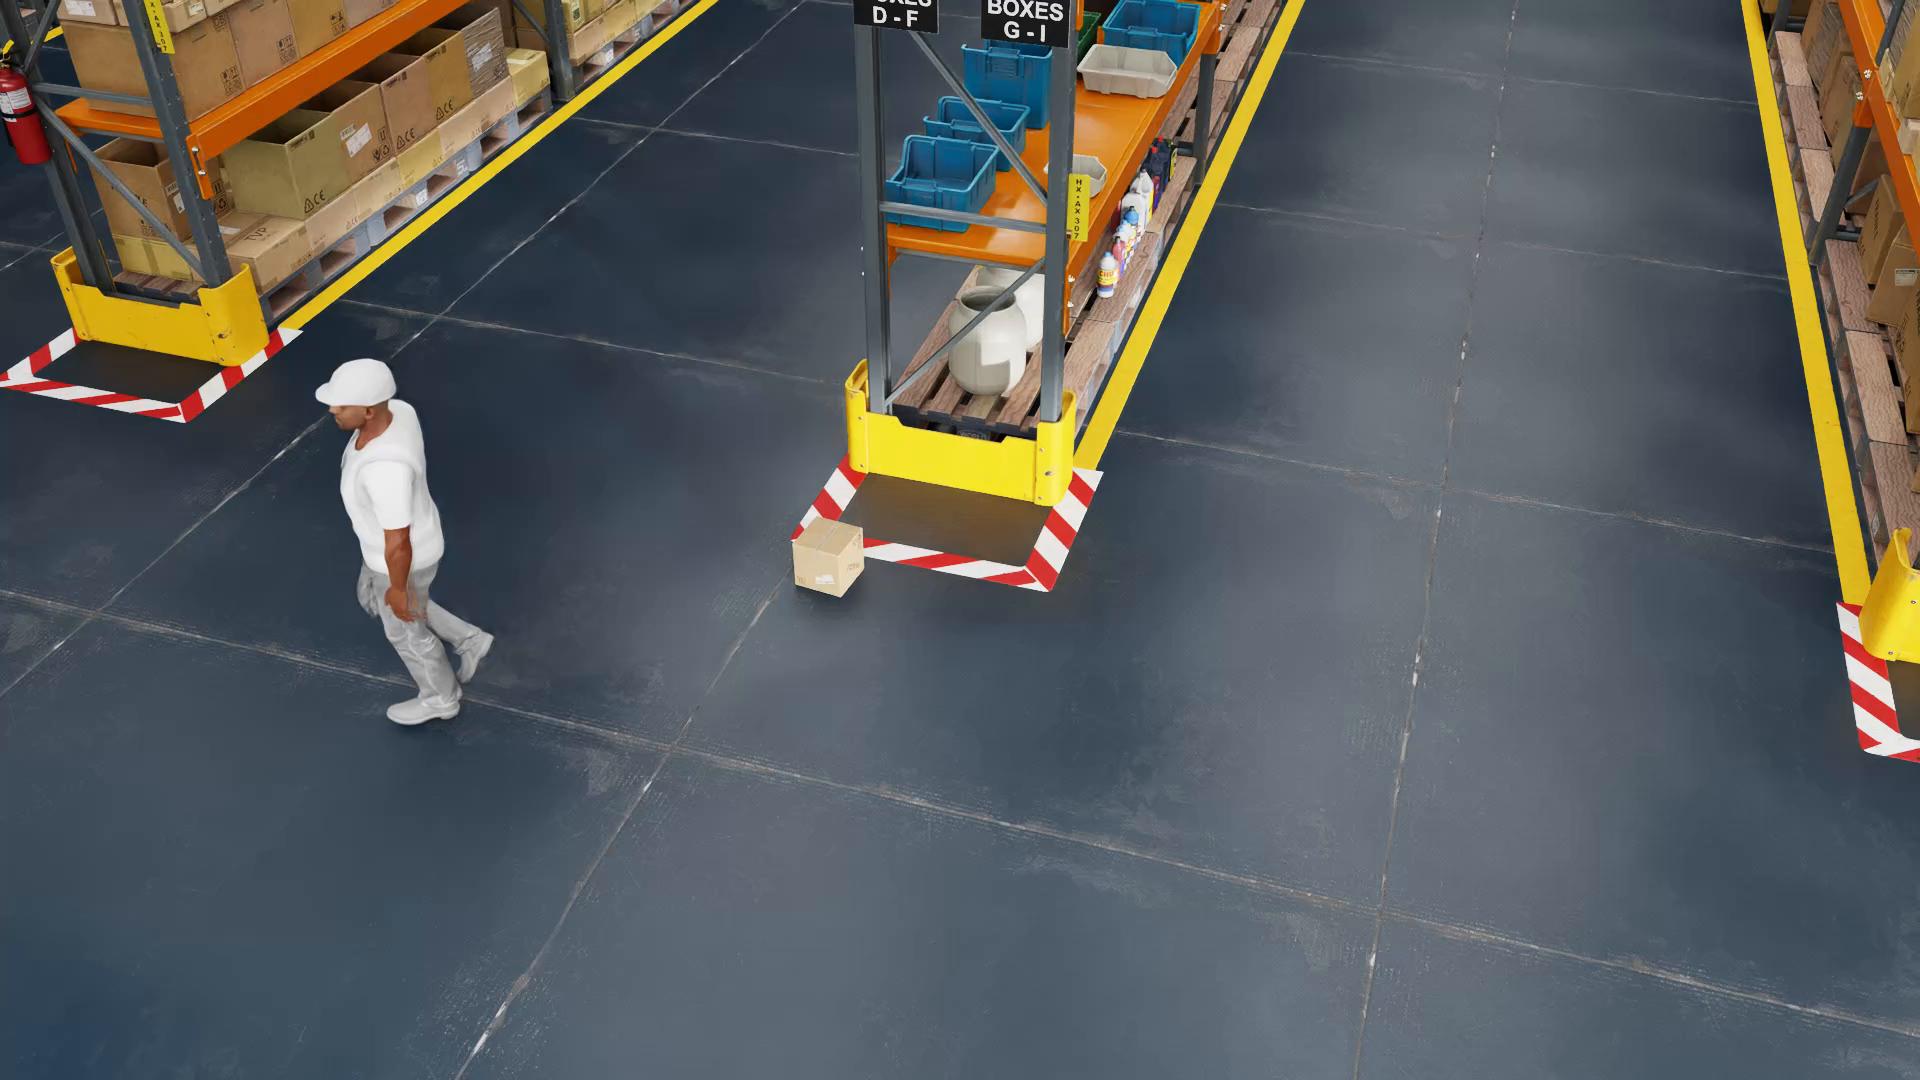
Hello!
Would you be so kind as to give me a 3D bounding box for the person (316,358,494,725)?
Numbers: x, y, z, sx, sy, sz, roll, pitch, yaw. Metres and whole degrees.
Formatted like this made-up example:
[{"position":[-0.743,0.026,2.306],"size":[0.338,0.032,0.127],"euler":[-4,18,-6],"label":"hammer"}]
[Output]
[{"position":[-2.264,0.023,6.795],"size":[0.511,1.759,0.634],"euler":[-10,38,-13],"label":"person"}]
